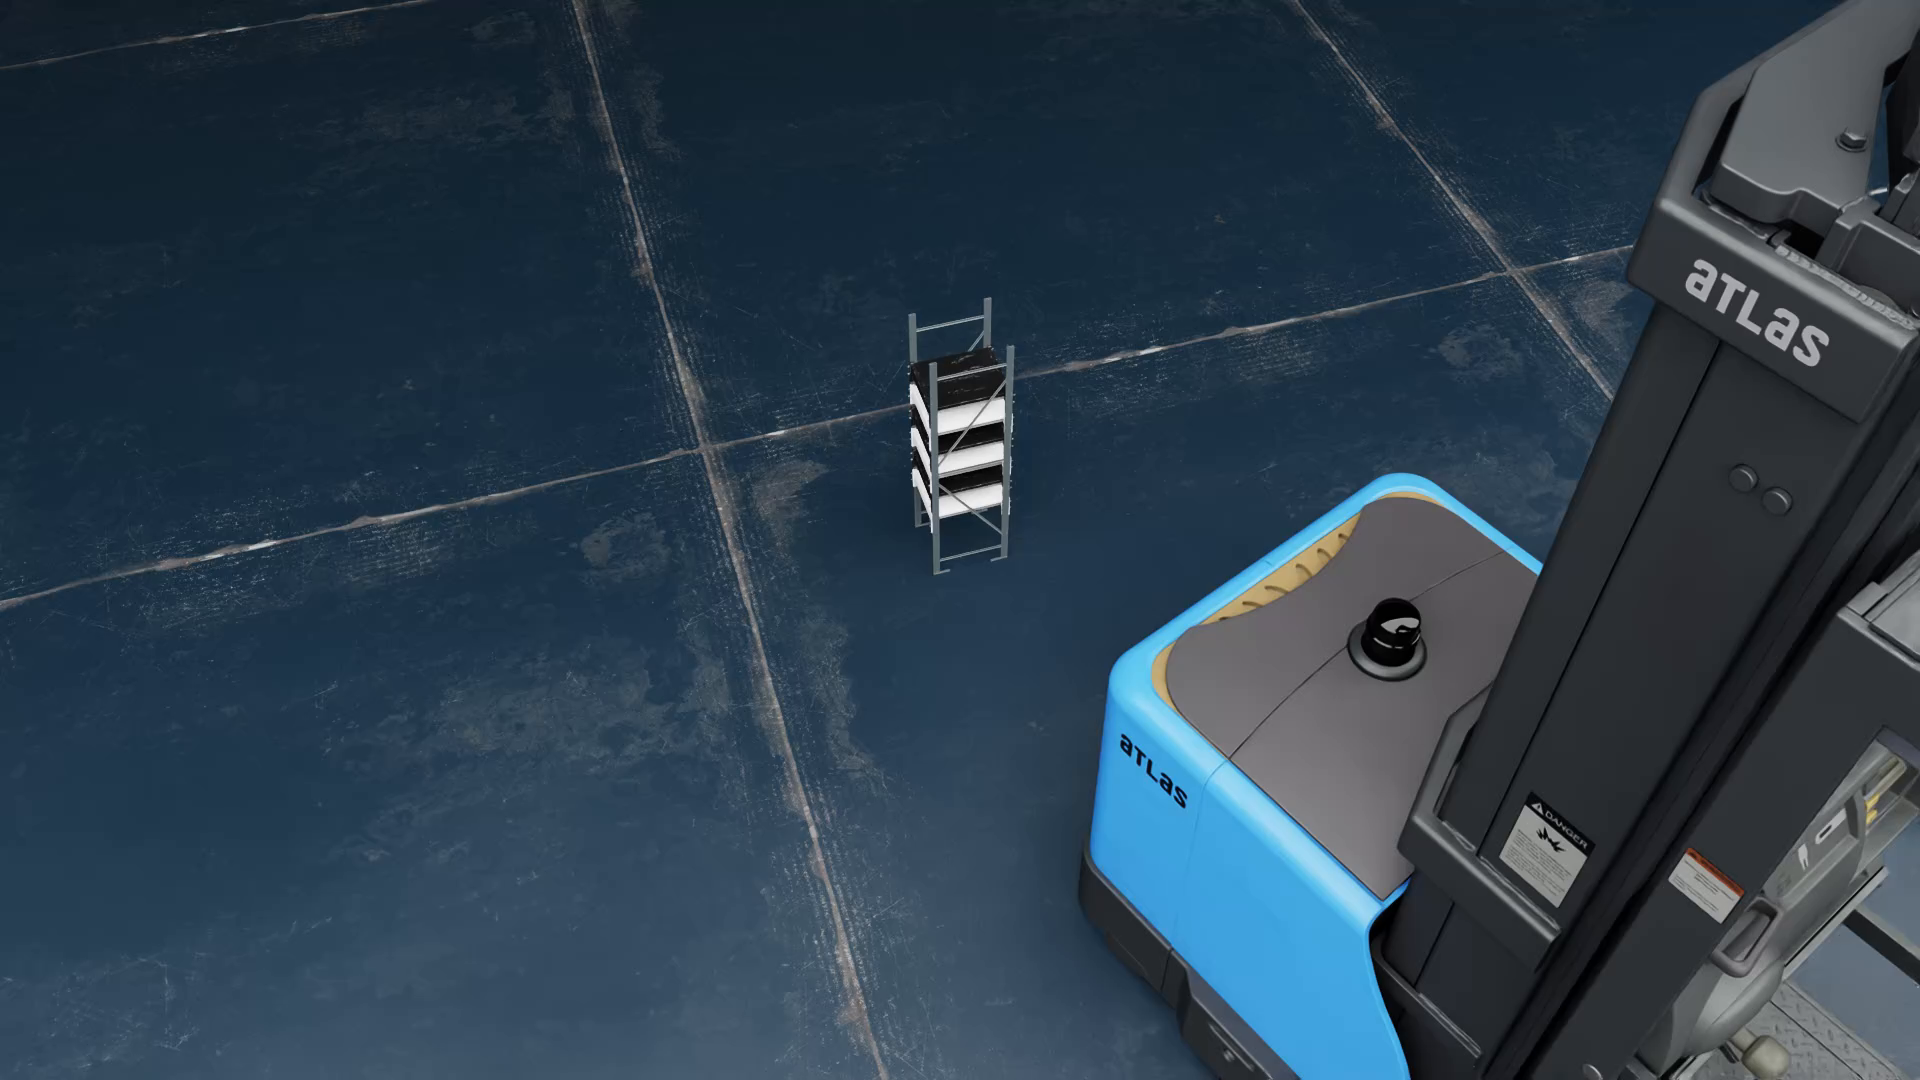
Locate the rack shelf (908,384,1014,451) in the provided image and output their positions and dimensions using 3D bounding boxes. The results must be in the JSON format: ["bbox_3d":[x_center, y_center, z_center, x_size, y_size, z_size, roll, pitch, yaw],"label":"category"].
[{"bbox_3d":[0.002,-0.379,4.789,0.258,0.077,0.200,-13,51,-11],"label":"rack shelf"}]

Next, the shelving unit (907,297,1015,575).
[{"bbox_3d":[0.002,-0.284,4.901,0.258,0.900,0.210,-13,51,-11],"label":"shelving unit"}]

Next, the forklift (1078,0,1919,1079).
[{"bbox_3d":[1.628,0.668,2.770,1.130,2.935,3.031,-32,57,-24],"label":"forklift"}]

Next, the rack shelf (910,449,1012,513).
[{"bbox_3d":[0.002,-0.205,4.995,0.258,0.077,0.200,-13,51,-11],"label":"rack shelf"}]

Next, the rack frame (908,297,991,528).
[{"bbox_3d":[-0.028,-0.358,4.964,0.240,0.900,0.006,-13,51,-11],"label":"rack frame"}]

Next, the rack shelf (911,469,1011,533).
[{"bbox_3d":[0.002,-0.147,5.064,0.258,0.077,0.200,-13,51,-11],"label":"rack shelf"}]

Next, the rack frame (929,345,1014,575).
[{"bbox_3d":[0.032,-0.210,4.838,0.240,0.900,0.006,-13,51,-11],"label":"rack frame"}]

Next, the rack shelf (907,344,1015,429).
[{"bbox_3d":[0.002,-0.437,4.720,0.258,0.077,0.200,-13,51,-11],"label":"rack shelf"}]

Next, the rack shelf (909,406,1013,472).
[{"bbox_3d":[0.002,-0.321,4.858,0.258,0.077,0.200,-13,51,-11],"label":"rack shelf"}]

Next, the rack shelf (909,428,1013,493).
[{"bbox_3d":[0.002,-0.263,4.926,0.258,0.077,0.200,-13,51,-11],"label":"rack shelf"}]
